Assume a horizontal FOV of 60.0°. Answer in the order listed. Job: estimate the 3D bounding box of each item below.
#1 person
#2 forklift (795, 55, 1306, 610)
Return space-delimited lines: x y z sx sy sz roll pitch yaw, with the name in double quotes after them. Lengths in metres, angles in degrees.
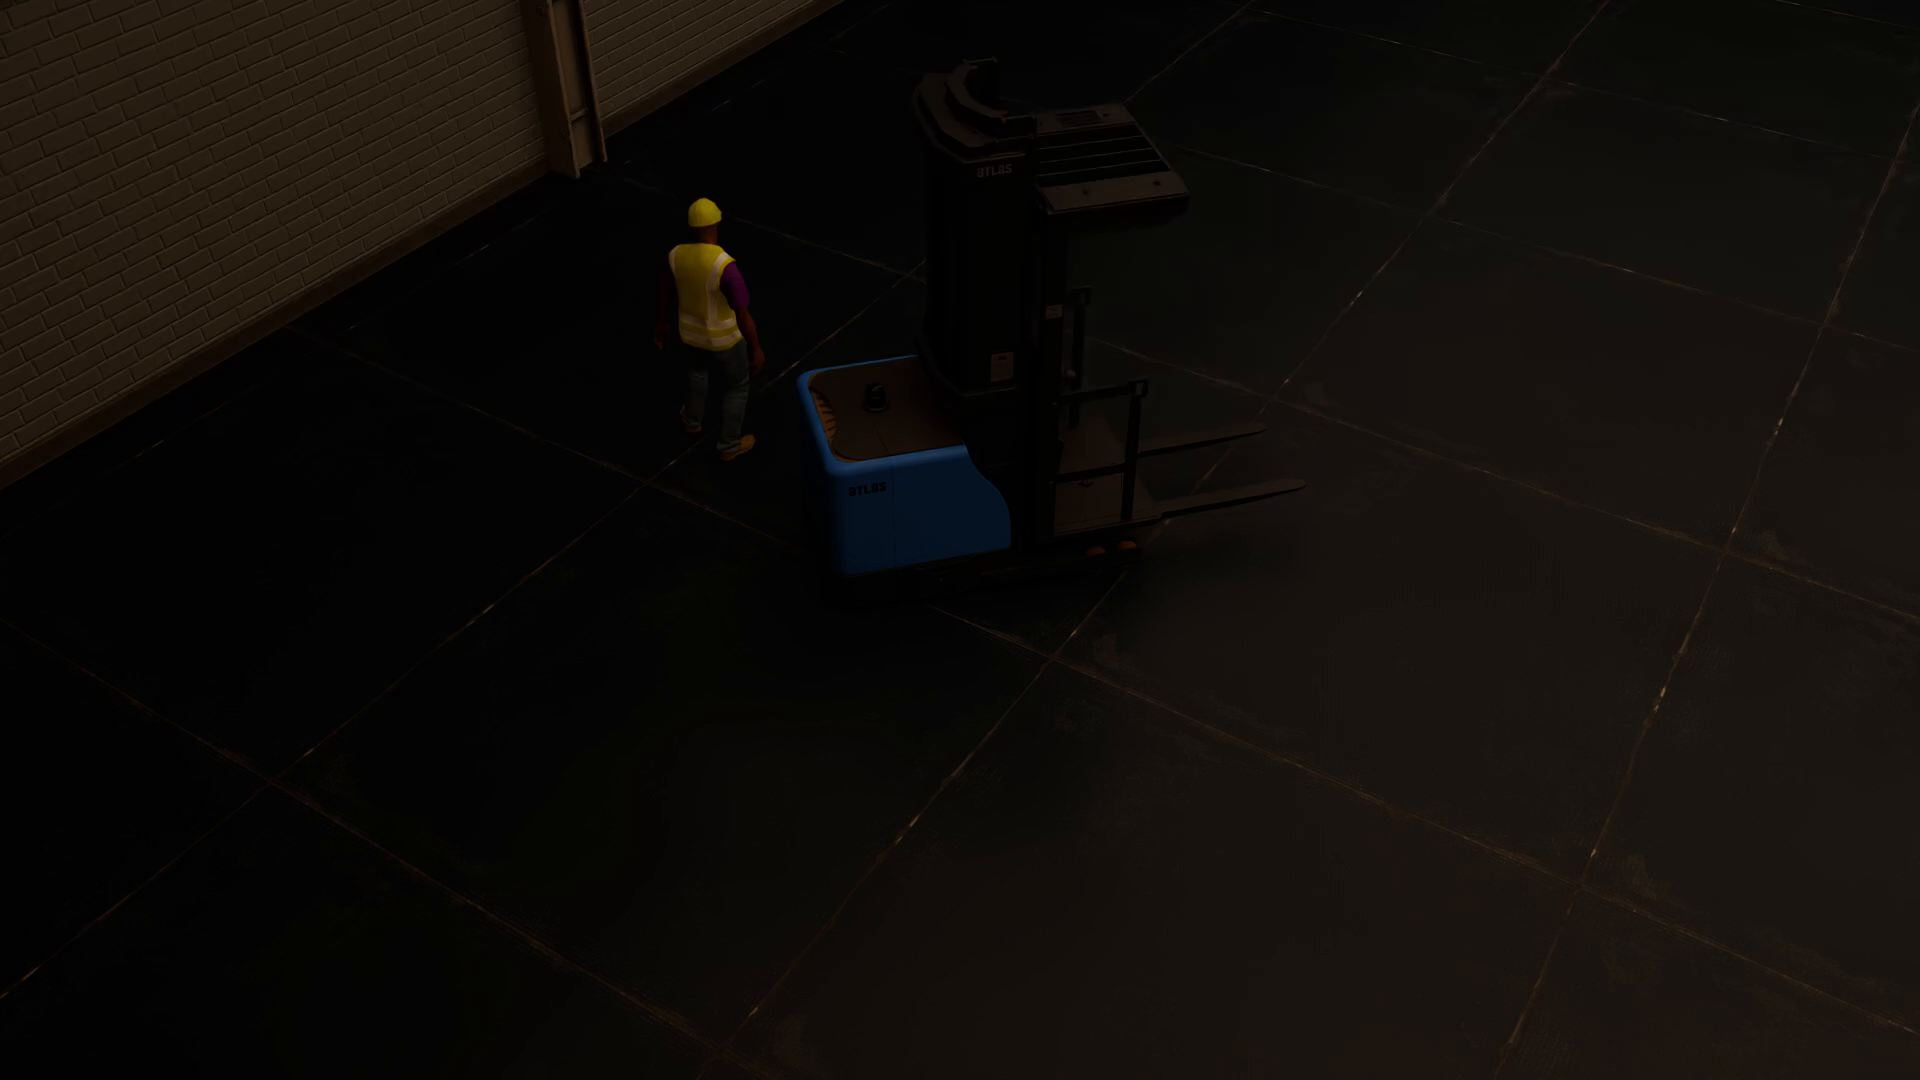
-1.548 -1.325 10.470 0.878 1.726 0.466 20 44 22 "person"
0.596 -1.237 9.426 3.031 2.935 1.130 -10 41 -12 "forklift"
